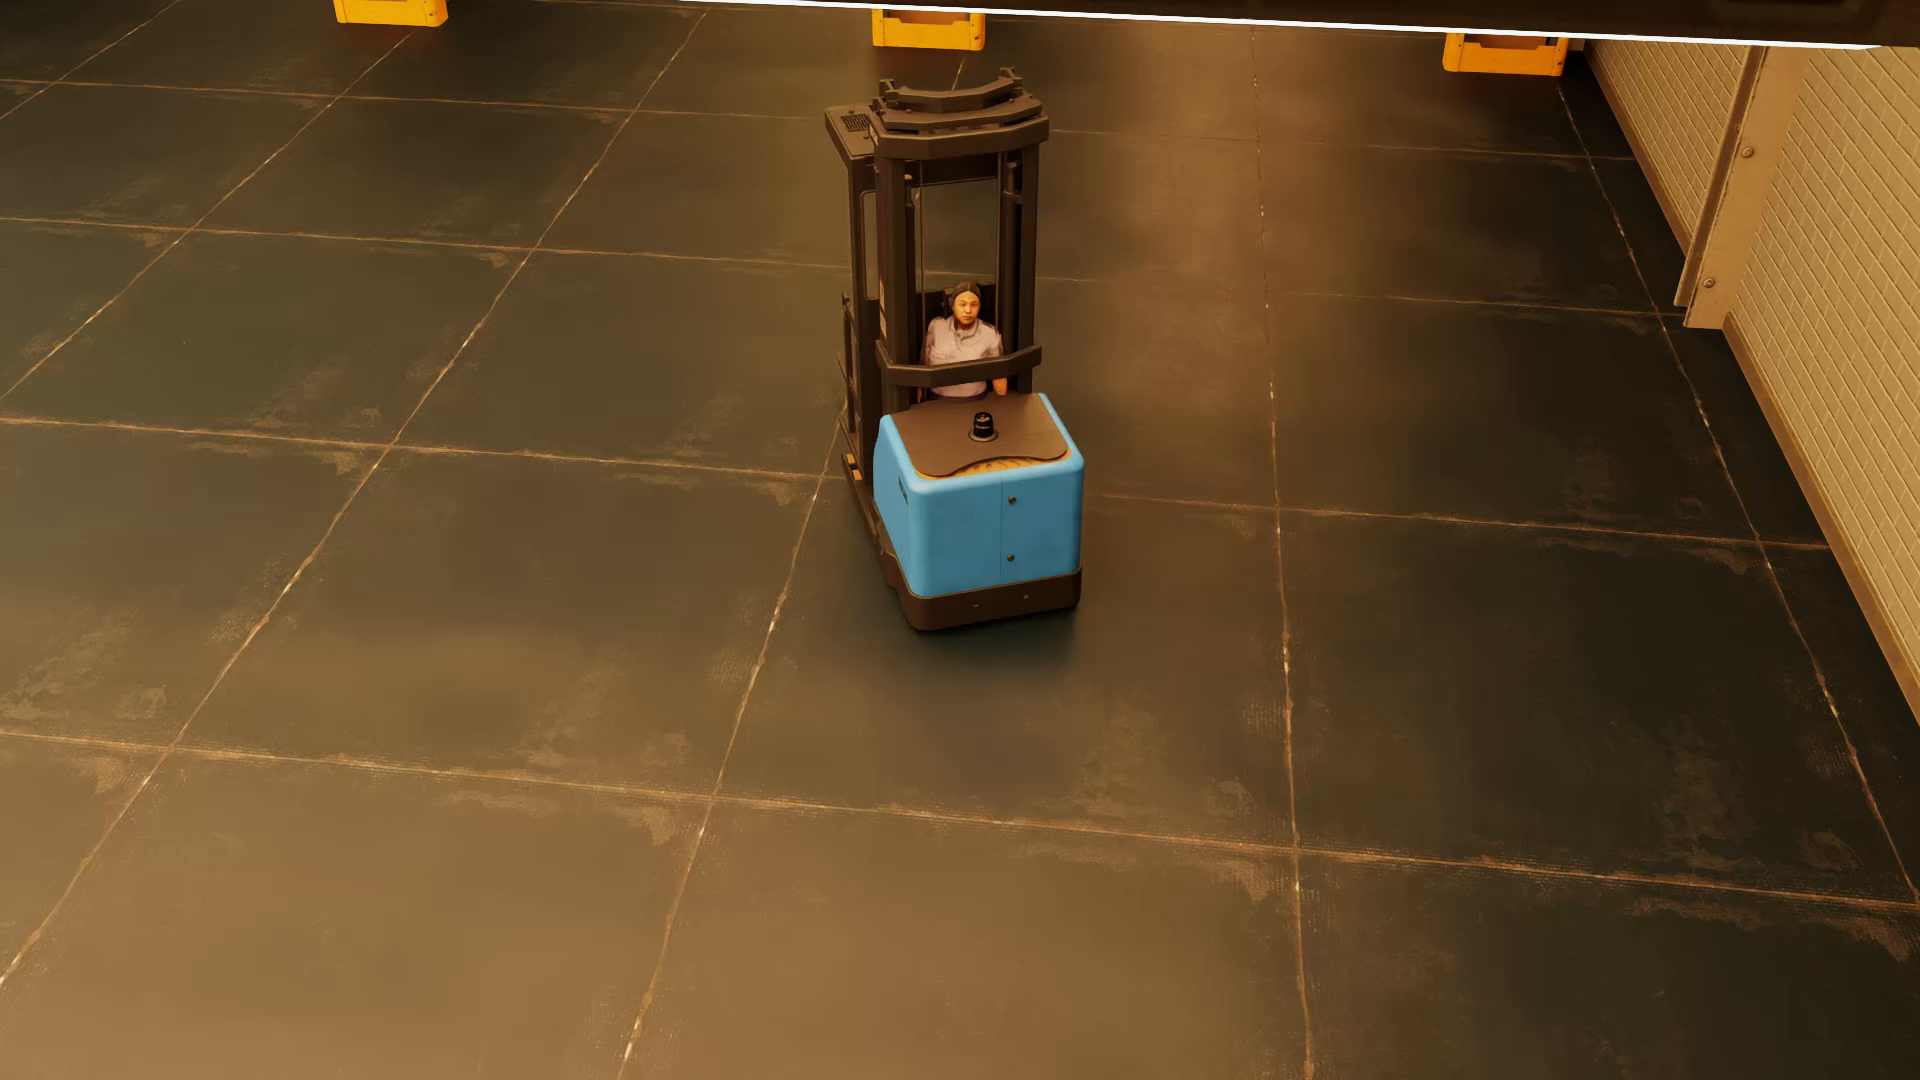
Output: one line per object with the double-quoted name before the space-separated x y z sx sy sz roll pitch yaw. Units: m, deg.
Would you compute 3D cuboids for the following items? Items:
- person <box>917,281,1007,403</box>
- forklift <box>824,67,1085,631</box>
"person" -0.033 -0.728 9.872 0.602 1.600 0.537 4 37 6
"forklift" -0.159 -1.528 10.103 1.130 2.935 3.031 -9 37 -12
